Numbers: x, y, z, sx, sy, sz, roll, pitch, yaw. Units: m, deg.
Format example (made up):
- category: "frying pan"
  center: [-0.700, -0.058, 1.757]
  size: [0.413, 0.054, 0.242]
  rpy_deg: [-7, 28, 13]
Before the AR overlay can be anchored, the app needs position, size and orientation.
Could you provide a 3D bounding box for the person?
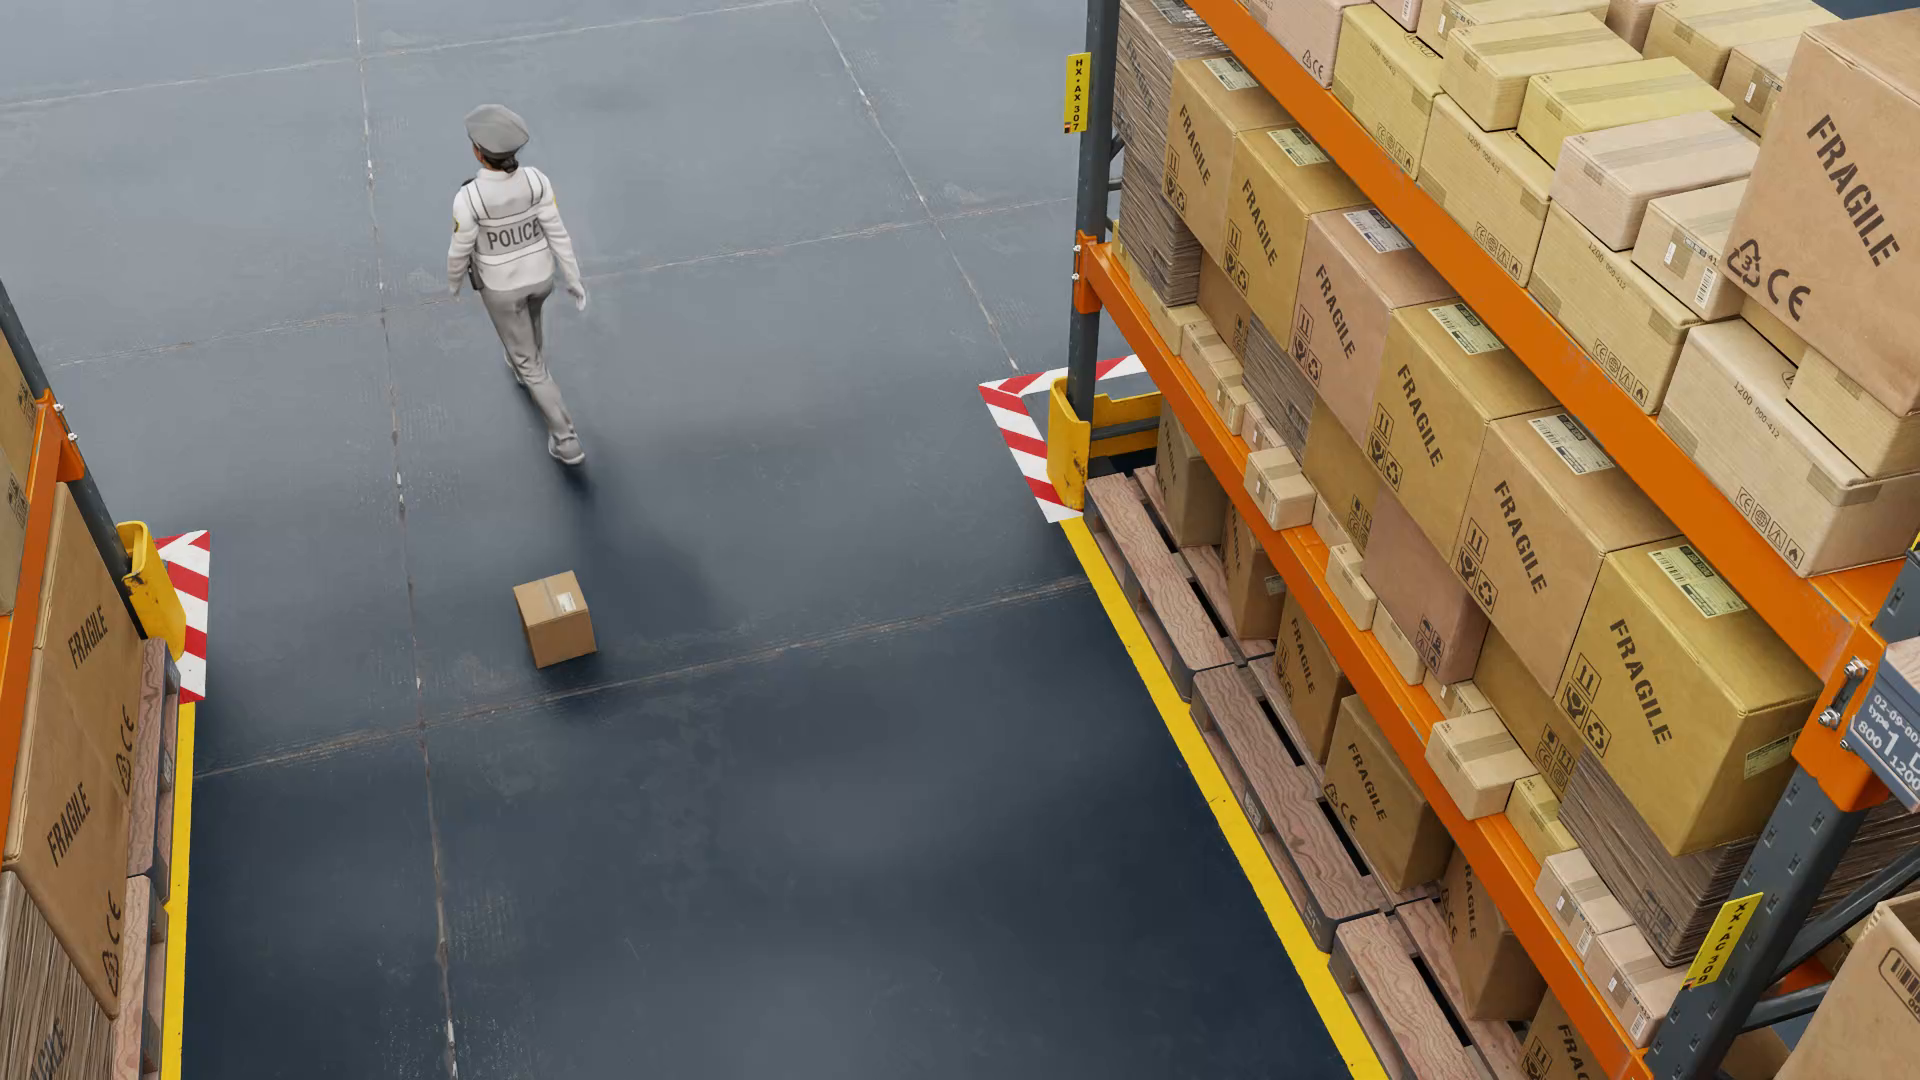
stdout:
- category: "person"
  center: [-2.015, -1.194, 7.443]
  size: [0.508, 1.631, 1.031]
  rpy_deg: [-30, 50, -29]
